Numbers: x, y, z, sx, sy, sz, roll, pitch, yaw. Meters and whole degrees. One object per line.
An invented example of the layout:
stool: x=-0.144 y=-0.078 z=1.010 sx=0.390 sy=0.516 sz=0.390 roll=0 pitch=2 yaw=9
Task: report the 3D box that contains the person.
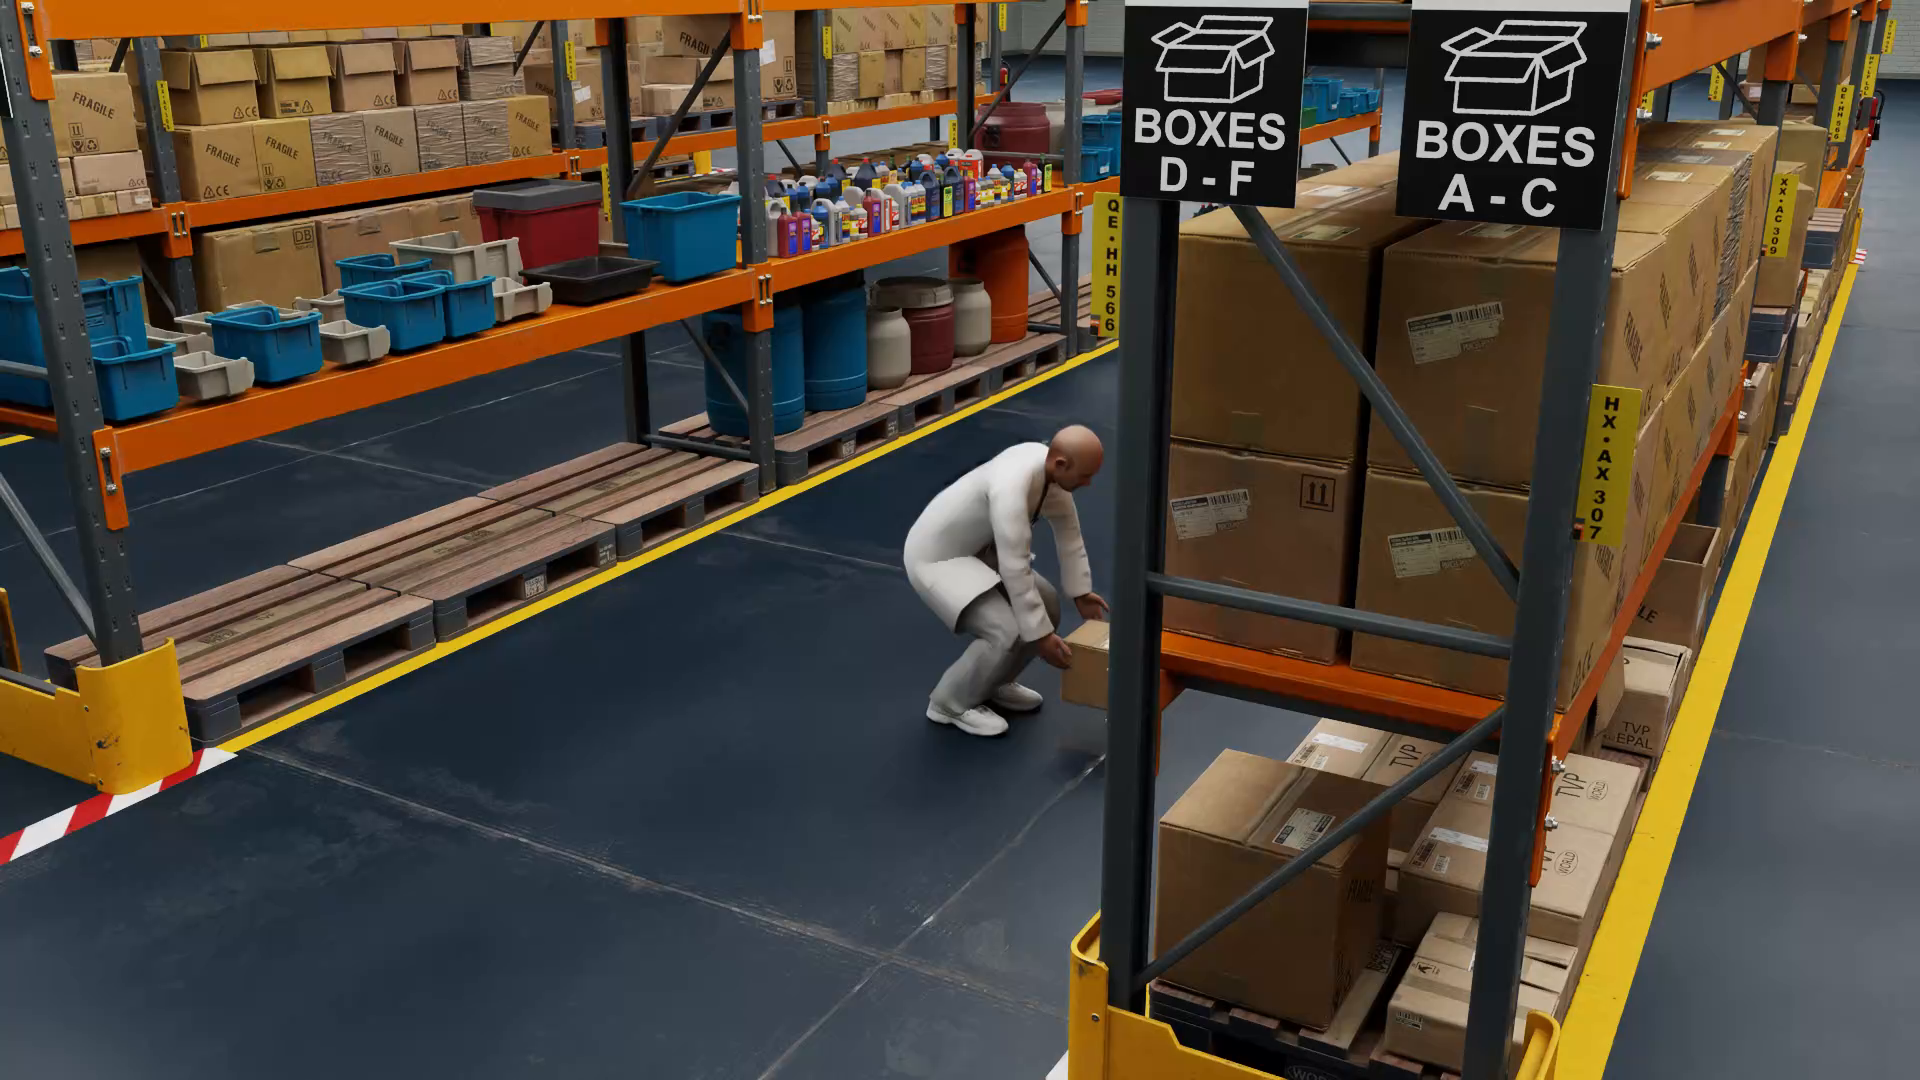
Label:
person: x=0.172 y=0.121 z=6.552 sx=0.797 sy=1.249 sz=0.631 roll=10 pitch=22 yaw=27
